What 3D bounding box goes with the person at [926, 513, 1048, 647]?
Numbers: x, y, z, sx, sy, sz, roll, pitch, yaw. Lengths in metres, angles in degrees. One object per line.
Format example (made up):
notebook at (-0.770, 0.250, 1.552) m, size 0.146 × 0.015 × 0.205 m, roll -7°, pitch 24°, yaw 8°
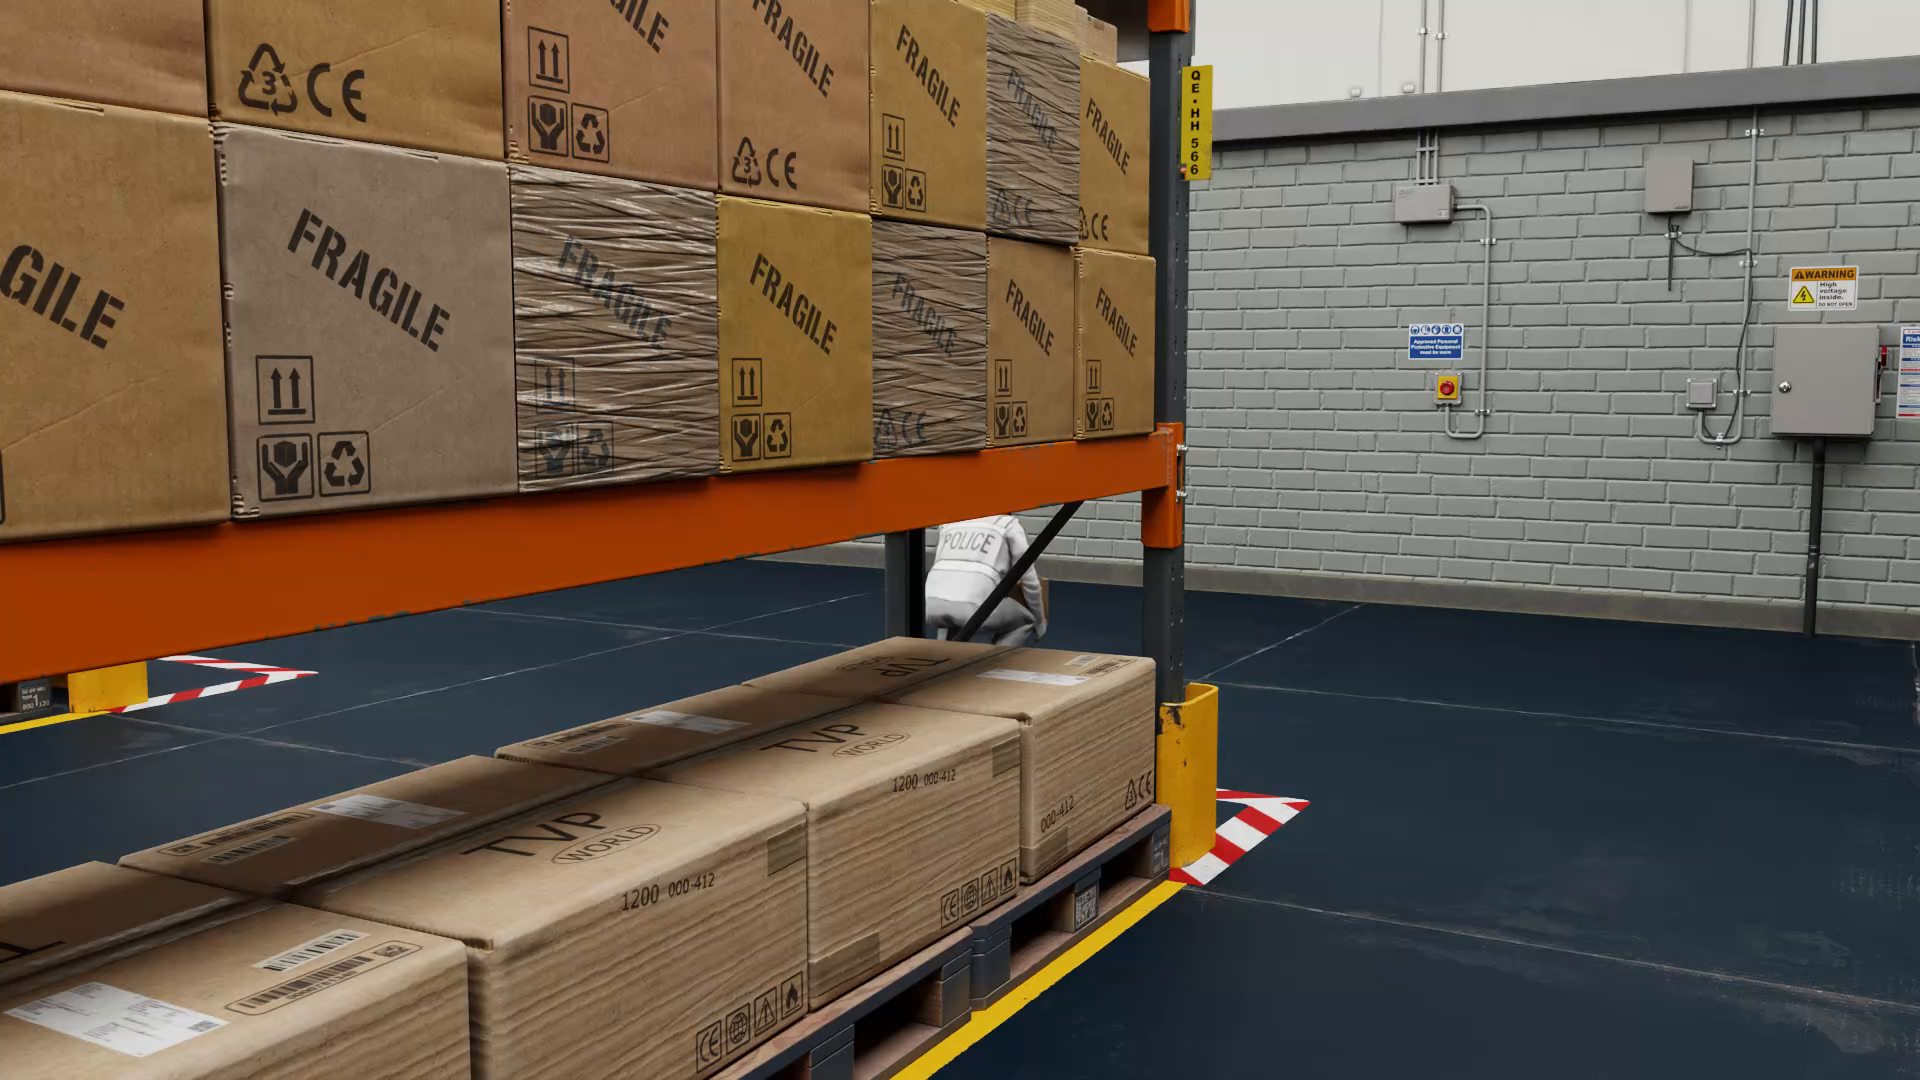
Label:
person at (0.102, 0.197, 7.852) m, size 0.469 × 0.977 × 0.834 m, roll 3°, pitch 7°, yaw 28°
